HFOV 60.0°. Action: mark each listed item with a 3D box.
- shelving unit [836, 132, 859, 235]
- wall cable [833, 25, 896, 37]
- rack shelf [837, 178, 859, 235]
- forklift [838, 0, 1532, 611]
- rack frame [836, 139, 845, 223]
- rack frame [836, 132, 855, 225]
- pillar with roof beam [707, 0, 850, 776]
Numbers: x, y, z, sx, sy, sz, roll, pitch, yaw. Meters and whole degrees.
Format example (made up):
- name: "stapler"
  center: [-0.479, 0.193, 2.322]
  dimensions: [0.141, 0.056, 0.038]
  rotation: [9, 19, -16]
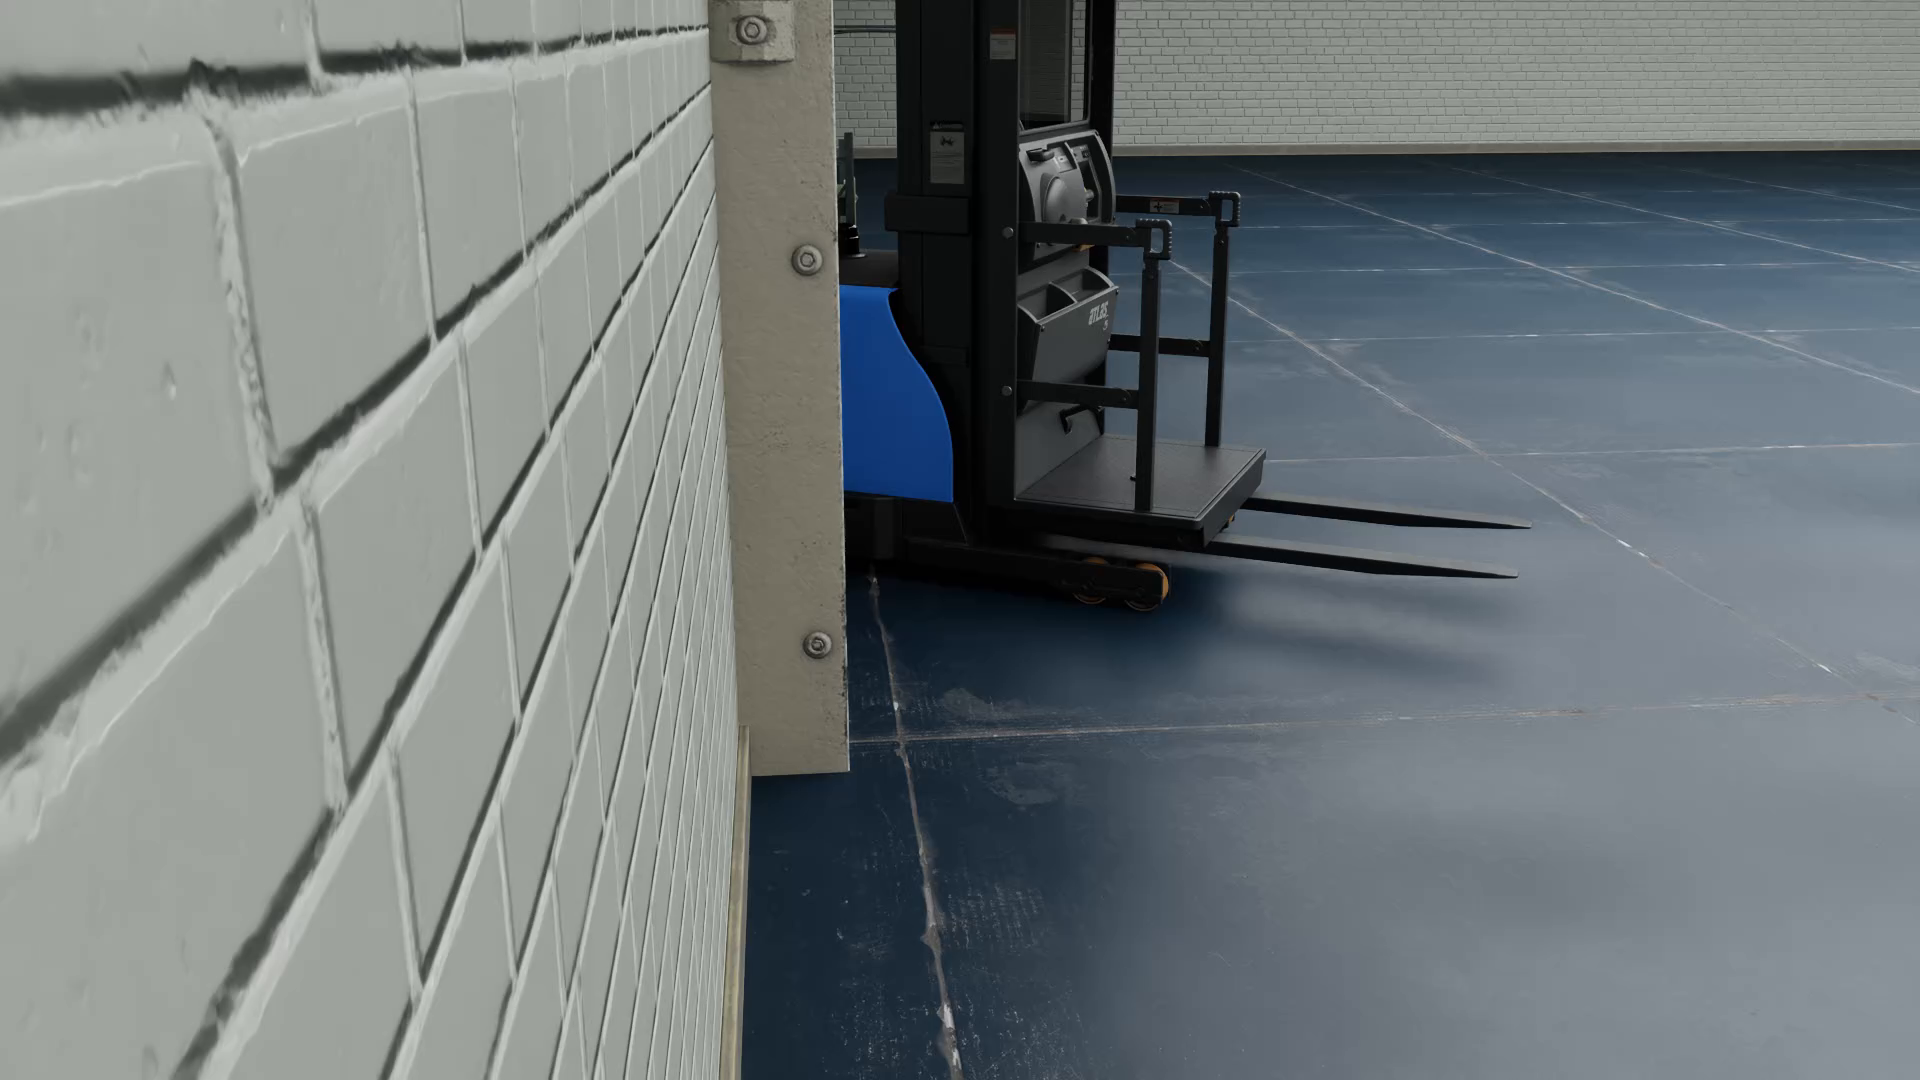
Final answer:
- name: "shelving unit"
  center: [-0.654, -0.948, 7.082]
  dimensions: [0.431, 1.500, 0.755]
  rotation: [-2, 12, -6]
- name: "wall cable"
  center: [-1.327, -8.503, 23.923]
  dimensions: [3.097, 2.526, 0.112]
  rotation: [-2, 18, -6]
- name: "rack shelf"
  center: [-0.658, -1.331, 7.004]
  dimensions: [0.431, 0.370, 0.720]
  rotation: [-2, 12, -6]
- name: "forklift"
  center: [0.583, -1.327, 6.011]
  dimensions: [3.031, 2.935, 1.130]
  rotation: [7, 19, 21]
- name: "rack frame"
  center: [-0.692, -1.021, 7.439]
  dimensions: [0.400, 1.500, 0.023]
  rotation: [-2, 12, -6]
- name: "rack frame"
  center: [-0.617, -0.875, 6.726]
  dimensions: [0.400, 1.500, 0.023]
  rotation: [-2, 12, -6]
- name: "pillar with roof beam"
  center: [3.801, -3.836, 3.874]
  dimensions: [9.100, 9.000, 0.400]
  rotation: [-2, 18, -6]
